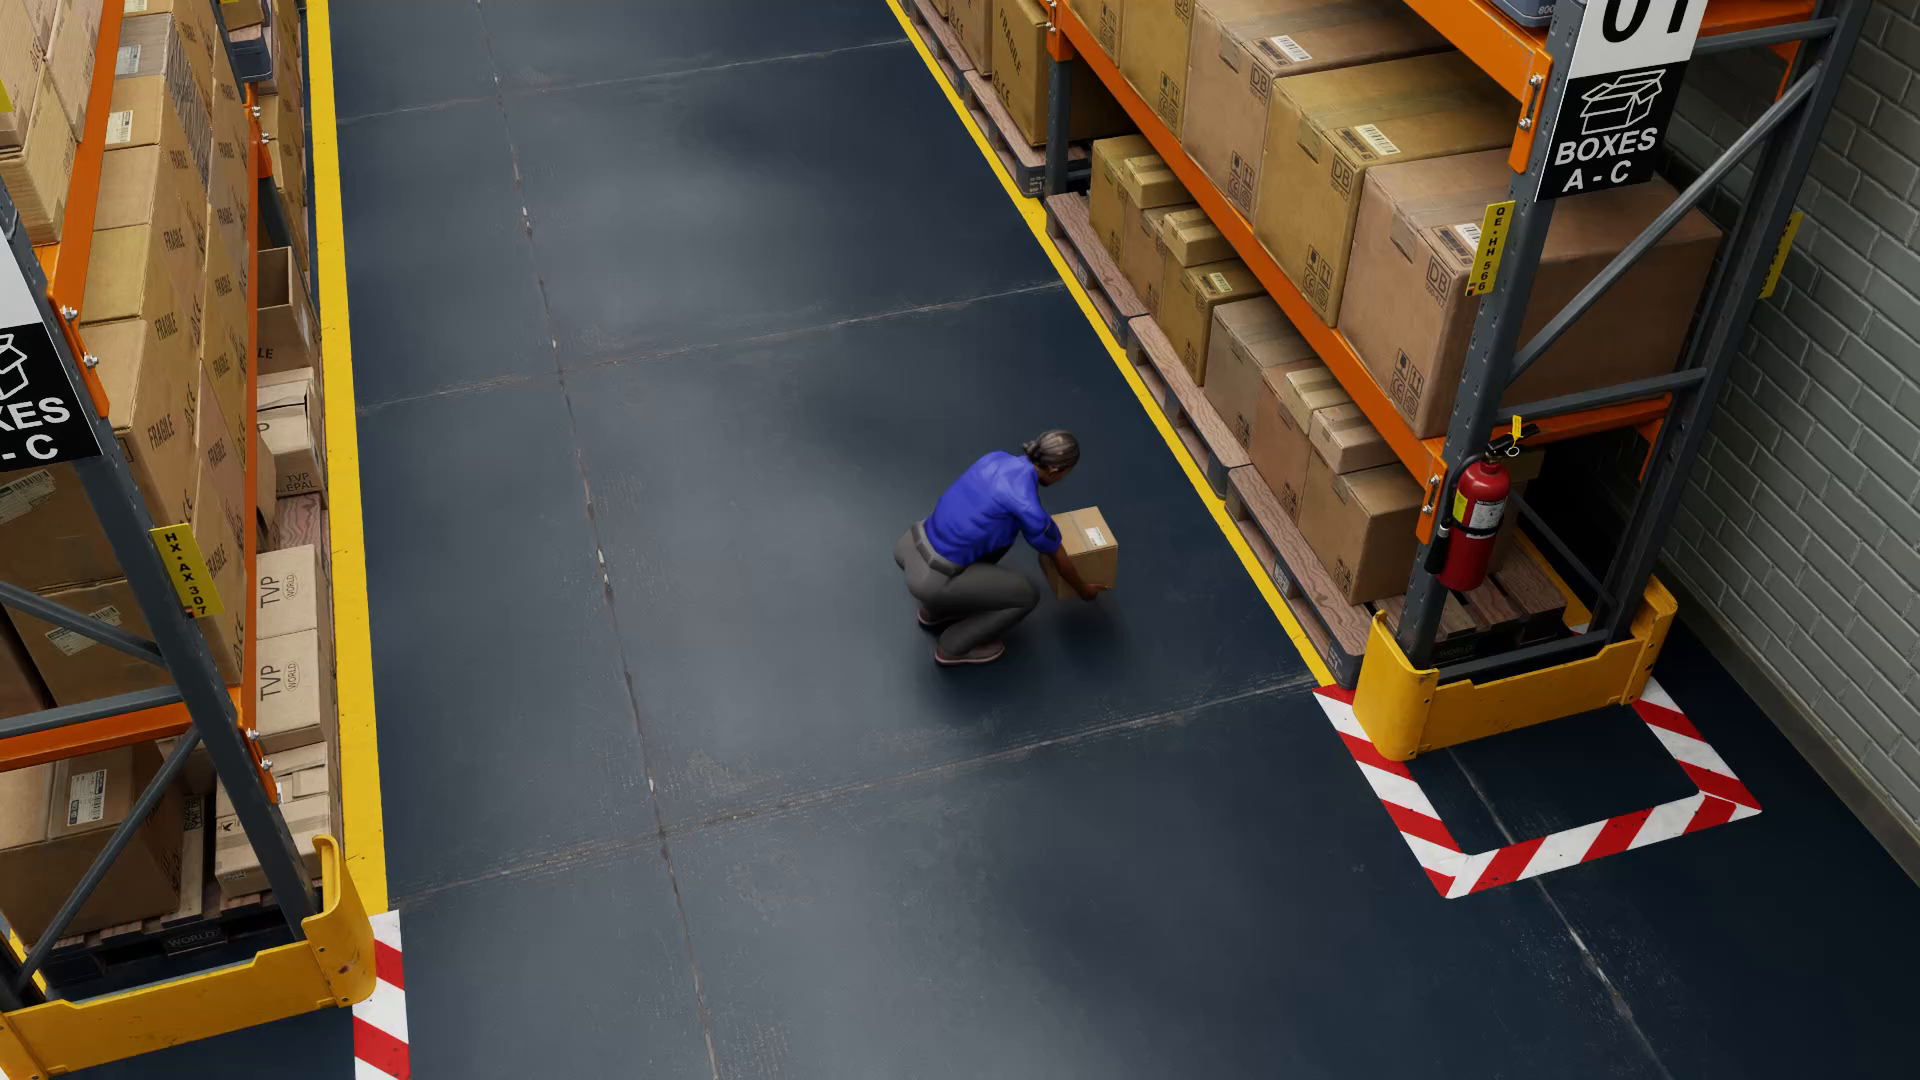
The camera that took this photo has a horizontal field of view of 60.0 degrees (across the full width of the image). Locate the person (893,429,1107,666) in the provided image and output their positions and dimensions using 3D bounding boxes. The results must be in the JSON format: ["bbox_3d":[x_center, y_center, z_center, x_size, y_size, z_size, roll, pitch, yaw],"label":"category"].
[{"bbox_3d":[0.156,0.019,6.686,0.860,0.939,0.459,-13,44,-14],"label":"person"}]
